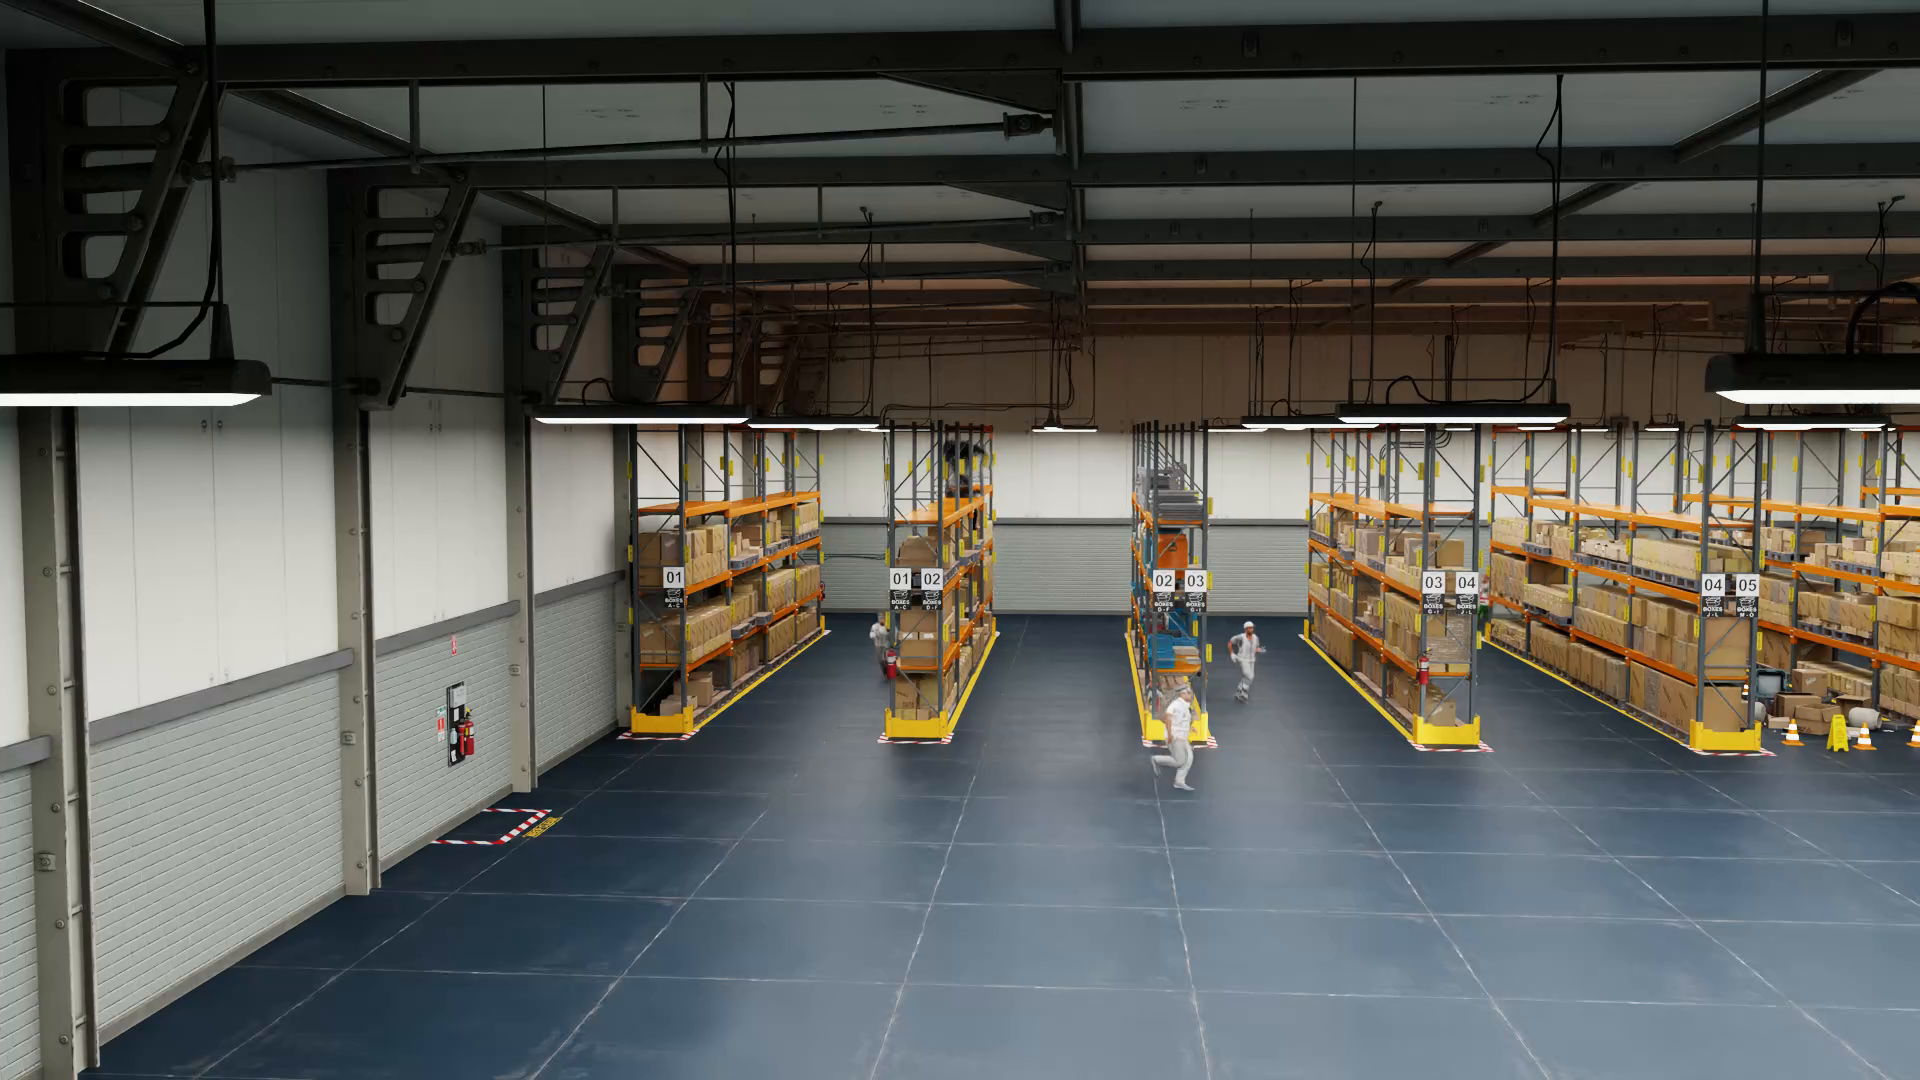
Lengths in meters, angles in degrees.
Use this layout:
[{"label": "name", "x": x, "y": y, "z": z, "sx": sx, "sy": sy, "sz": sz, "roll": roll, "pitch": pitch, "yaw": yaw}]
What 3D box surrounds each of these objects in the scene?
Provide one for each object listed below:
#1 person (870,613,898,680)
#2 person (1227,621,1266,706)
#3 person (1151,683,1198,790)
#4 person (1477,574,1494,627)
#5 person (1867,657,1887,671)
[{"label": "person", "x": -1.770, "y": 2.461, "z": 38.453, "sx": 0.592, "sy": 1.608, "sz": 0.811, "roll": 1, "pitch": 4, "yaw": 8}, {"label": "person", "x": 6.084, "y": 2.617, "z": 35.307, "sx": 0.670, "sy": 1.790, "sz": 0.805, "roll": -2, "pitch": 4, "yaw": -28}, {"label": "person", "x": 3.470, "y": 3.178, "z": 26.914, "sx": 0.723, "sy": 1.746, "sz": 0.694, "roll": 2, "pitch": 4, "yaw": 25}, {"label": "person", "x": 14.936, "y": 1.827, "z": 47.521, "sx": 0.901, "sy": 1.768, "sz": 0.717, "roll": 1, "pitch": 4, "yaw": 17}, {"label": "person", "x": 21.001, "y": 2.468, "z": 37.983, "sx": 0.671, "sy": 1.772, "sz": 0.798, "roll": 0, "pitch": 4, "yaw": 0}]
